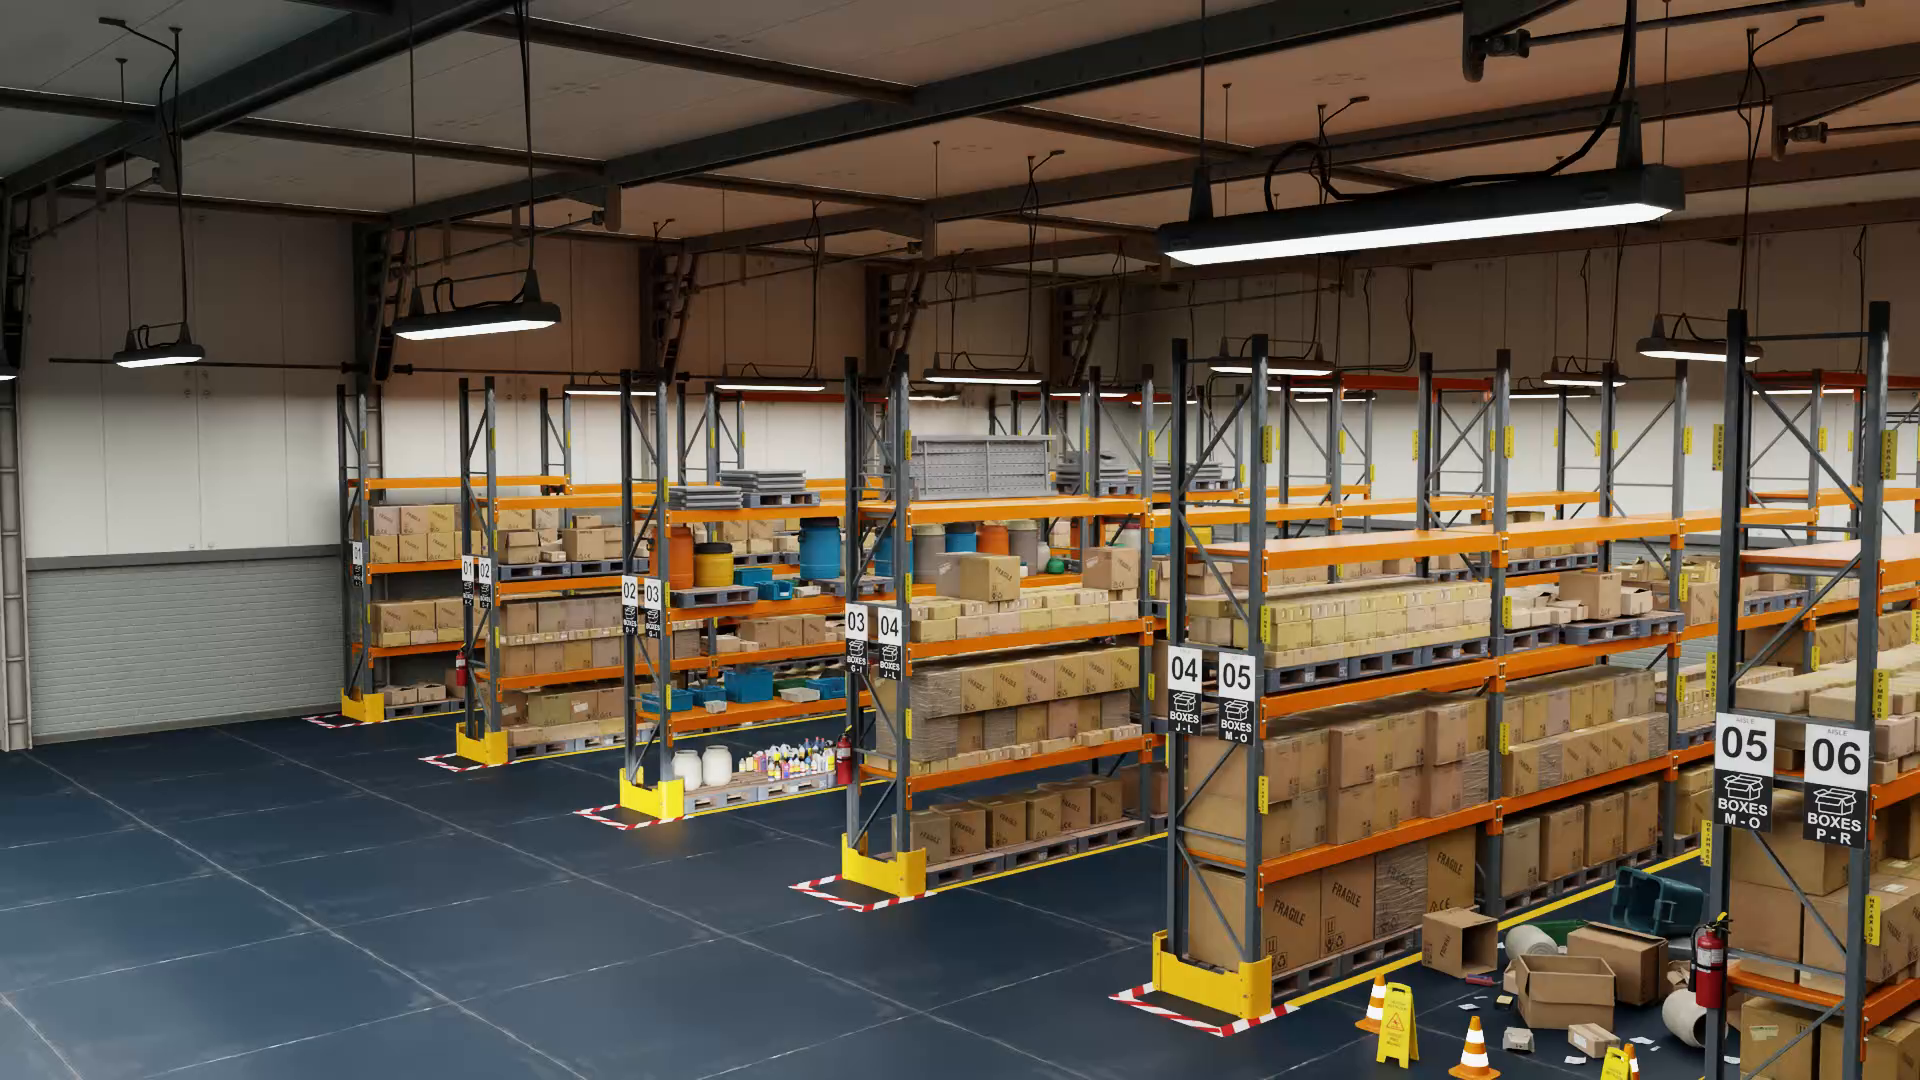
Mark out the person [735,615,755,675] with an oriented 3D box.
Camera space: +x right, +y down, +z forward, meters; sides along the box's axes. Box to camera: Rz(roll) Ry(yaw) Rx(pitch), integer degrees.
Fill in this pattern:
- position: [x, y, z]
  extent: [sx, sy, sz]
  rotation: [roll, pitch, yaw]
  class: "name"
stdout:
- position: [-4.164, 2.231, 32.570]
  extent: [0.557, 1.598, 0.930]
  rotation: [3, 5, 43]
  class: "person"
